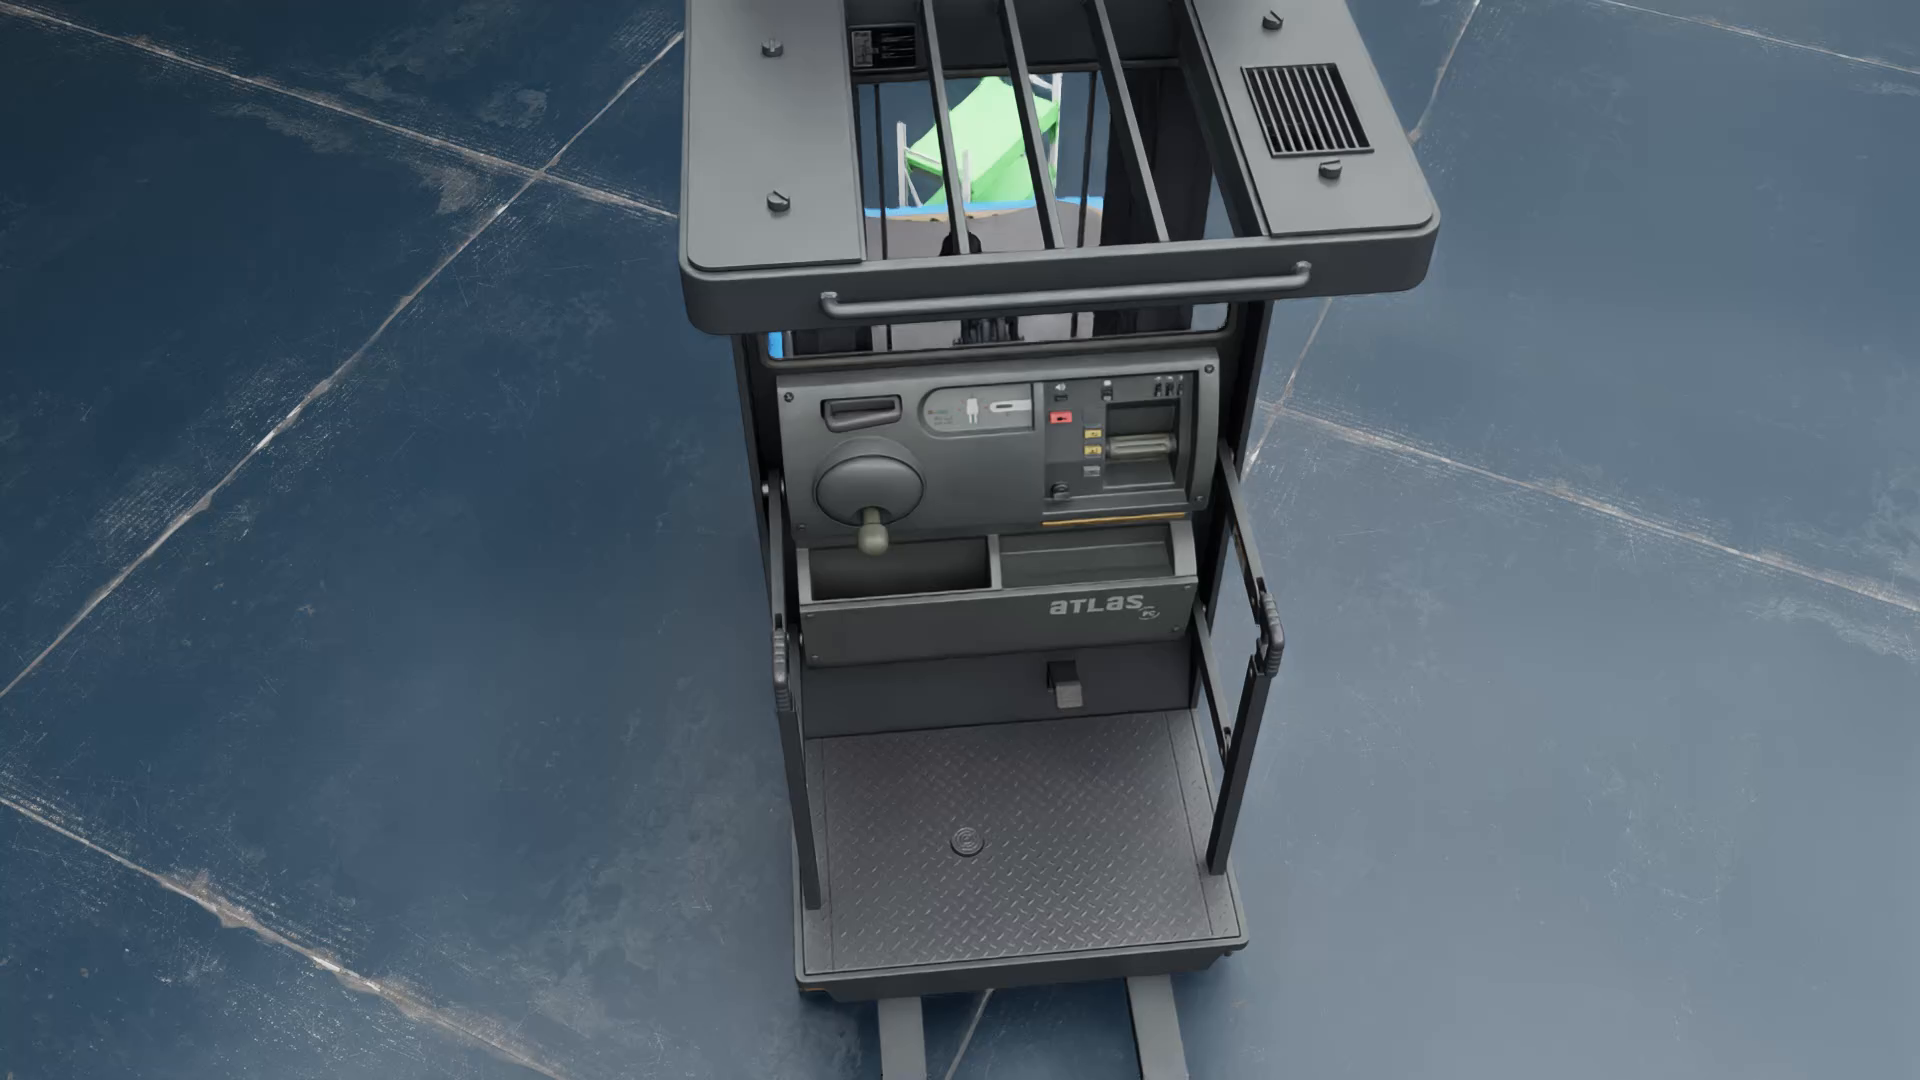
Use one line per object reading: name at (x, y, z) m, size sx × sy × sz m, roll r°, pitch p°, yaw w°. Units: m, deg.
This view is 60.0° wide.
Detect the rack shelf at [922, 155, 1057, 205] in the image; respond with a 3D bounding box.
rack shelf at (0.060, -1.007, 5.088) m, size 0.258 × 0.148 × 0.480 m, roll 27°, pitch 55°, yaw 21°

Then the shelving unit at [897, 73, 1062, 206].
shelving unit at (0.060, -0.893, 5.222) m, size 0.258 × 1.200 × 0.503 m, roll 27°, pitch 55°, yaw 21°

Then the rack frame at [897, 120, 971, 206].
rack frame at (-0.074, -0.738, 5.090) m, size 0.240 × 1.200 × 0.015 m, roll 27°, pitch 55°, yaw 21°

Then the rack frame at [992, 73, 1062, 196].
rack frame at (0.195, -1.048, 5.354) m, size 0.240 × 1.200 × 0.015 m, roll 27°, pitch 55°, yaw 21°

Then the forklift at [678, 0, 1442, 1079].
forklift at (0.109, -0.080, 3.394) m, size 1.130 × 2.935 × 3.031 m, roll -4°, pitch 50°, yaw -4°

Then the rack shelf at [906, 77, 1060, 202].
rack shelf at (0.060, -1.163, 4.905) m, size 0.258 × 0.148 × 0.480 m, roll 27°, pitch 55°, yaw 21°
